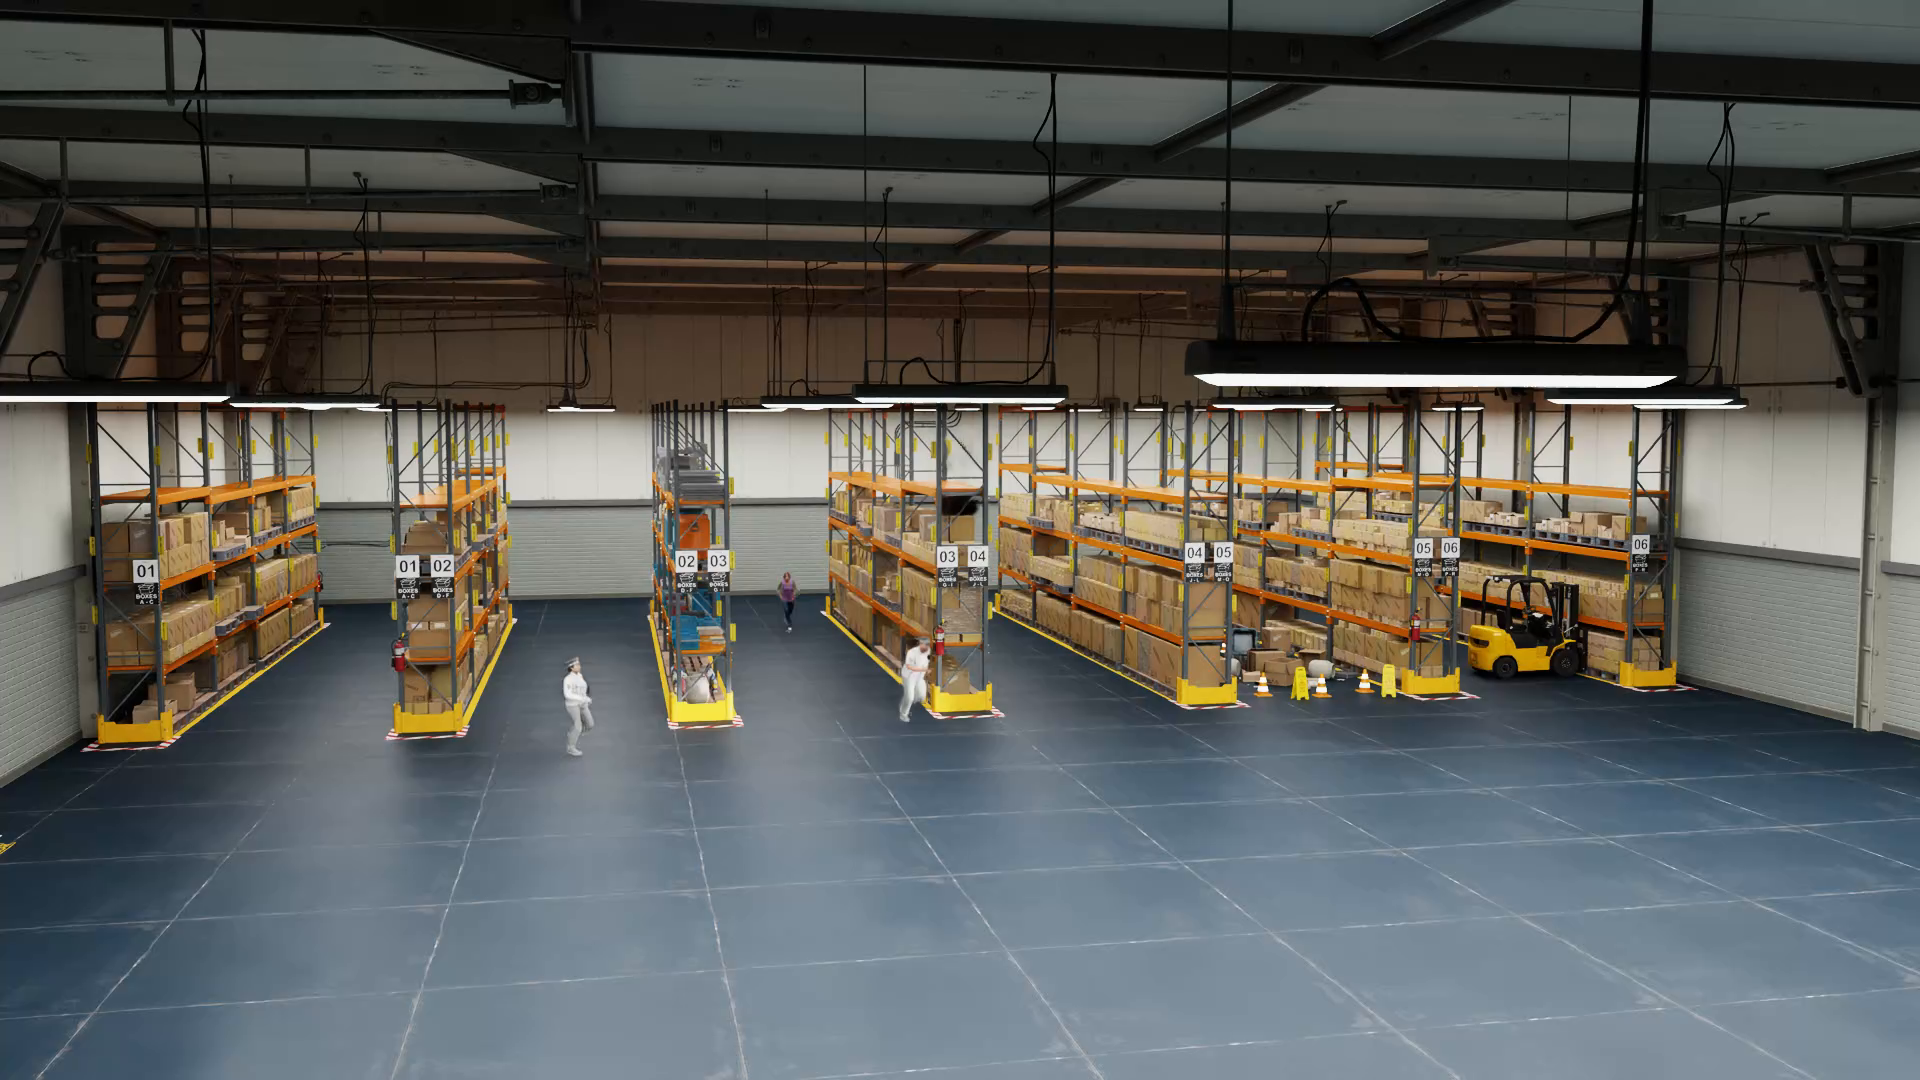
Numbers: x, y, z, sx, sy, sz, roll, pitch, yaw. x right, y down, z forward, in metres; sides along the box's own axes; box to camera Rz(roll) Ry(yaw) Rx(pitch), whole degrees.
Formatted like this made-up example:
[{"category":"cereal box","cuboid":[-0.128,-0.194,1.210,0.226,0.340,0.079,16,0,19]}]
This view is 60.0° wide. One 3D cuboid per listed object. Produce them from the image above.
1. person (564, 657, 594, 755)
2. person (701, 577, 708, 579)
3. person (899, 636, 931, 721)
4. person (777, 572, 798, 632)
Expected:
[{"category":"person","cuboid":[-6.410,2.789,27.979,0.531,1.659,0.604,2,5,20]},{"category":"person","cuboid":[-7.504,1.177,48.499,0.991,1.792,0.669,0,4,-1]},{"category":"person","cuboid":[-0.766,2.580,31.067,0.681,1.627,0.830,-4,6,-43]},{"category":"person","cuboid":[-4.593,1.625,44.202,0.537,1.586,0.946,-1,4,-13]}]
